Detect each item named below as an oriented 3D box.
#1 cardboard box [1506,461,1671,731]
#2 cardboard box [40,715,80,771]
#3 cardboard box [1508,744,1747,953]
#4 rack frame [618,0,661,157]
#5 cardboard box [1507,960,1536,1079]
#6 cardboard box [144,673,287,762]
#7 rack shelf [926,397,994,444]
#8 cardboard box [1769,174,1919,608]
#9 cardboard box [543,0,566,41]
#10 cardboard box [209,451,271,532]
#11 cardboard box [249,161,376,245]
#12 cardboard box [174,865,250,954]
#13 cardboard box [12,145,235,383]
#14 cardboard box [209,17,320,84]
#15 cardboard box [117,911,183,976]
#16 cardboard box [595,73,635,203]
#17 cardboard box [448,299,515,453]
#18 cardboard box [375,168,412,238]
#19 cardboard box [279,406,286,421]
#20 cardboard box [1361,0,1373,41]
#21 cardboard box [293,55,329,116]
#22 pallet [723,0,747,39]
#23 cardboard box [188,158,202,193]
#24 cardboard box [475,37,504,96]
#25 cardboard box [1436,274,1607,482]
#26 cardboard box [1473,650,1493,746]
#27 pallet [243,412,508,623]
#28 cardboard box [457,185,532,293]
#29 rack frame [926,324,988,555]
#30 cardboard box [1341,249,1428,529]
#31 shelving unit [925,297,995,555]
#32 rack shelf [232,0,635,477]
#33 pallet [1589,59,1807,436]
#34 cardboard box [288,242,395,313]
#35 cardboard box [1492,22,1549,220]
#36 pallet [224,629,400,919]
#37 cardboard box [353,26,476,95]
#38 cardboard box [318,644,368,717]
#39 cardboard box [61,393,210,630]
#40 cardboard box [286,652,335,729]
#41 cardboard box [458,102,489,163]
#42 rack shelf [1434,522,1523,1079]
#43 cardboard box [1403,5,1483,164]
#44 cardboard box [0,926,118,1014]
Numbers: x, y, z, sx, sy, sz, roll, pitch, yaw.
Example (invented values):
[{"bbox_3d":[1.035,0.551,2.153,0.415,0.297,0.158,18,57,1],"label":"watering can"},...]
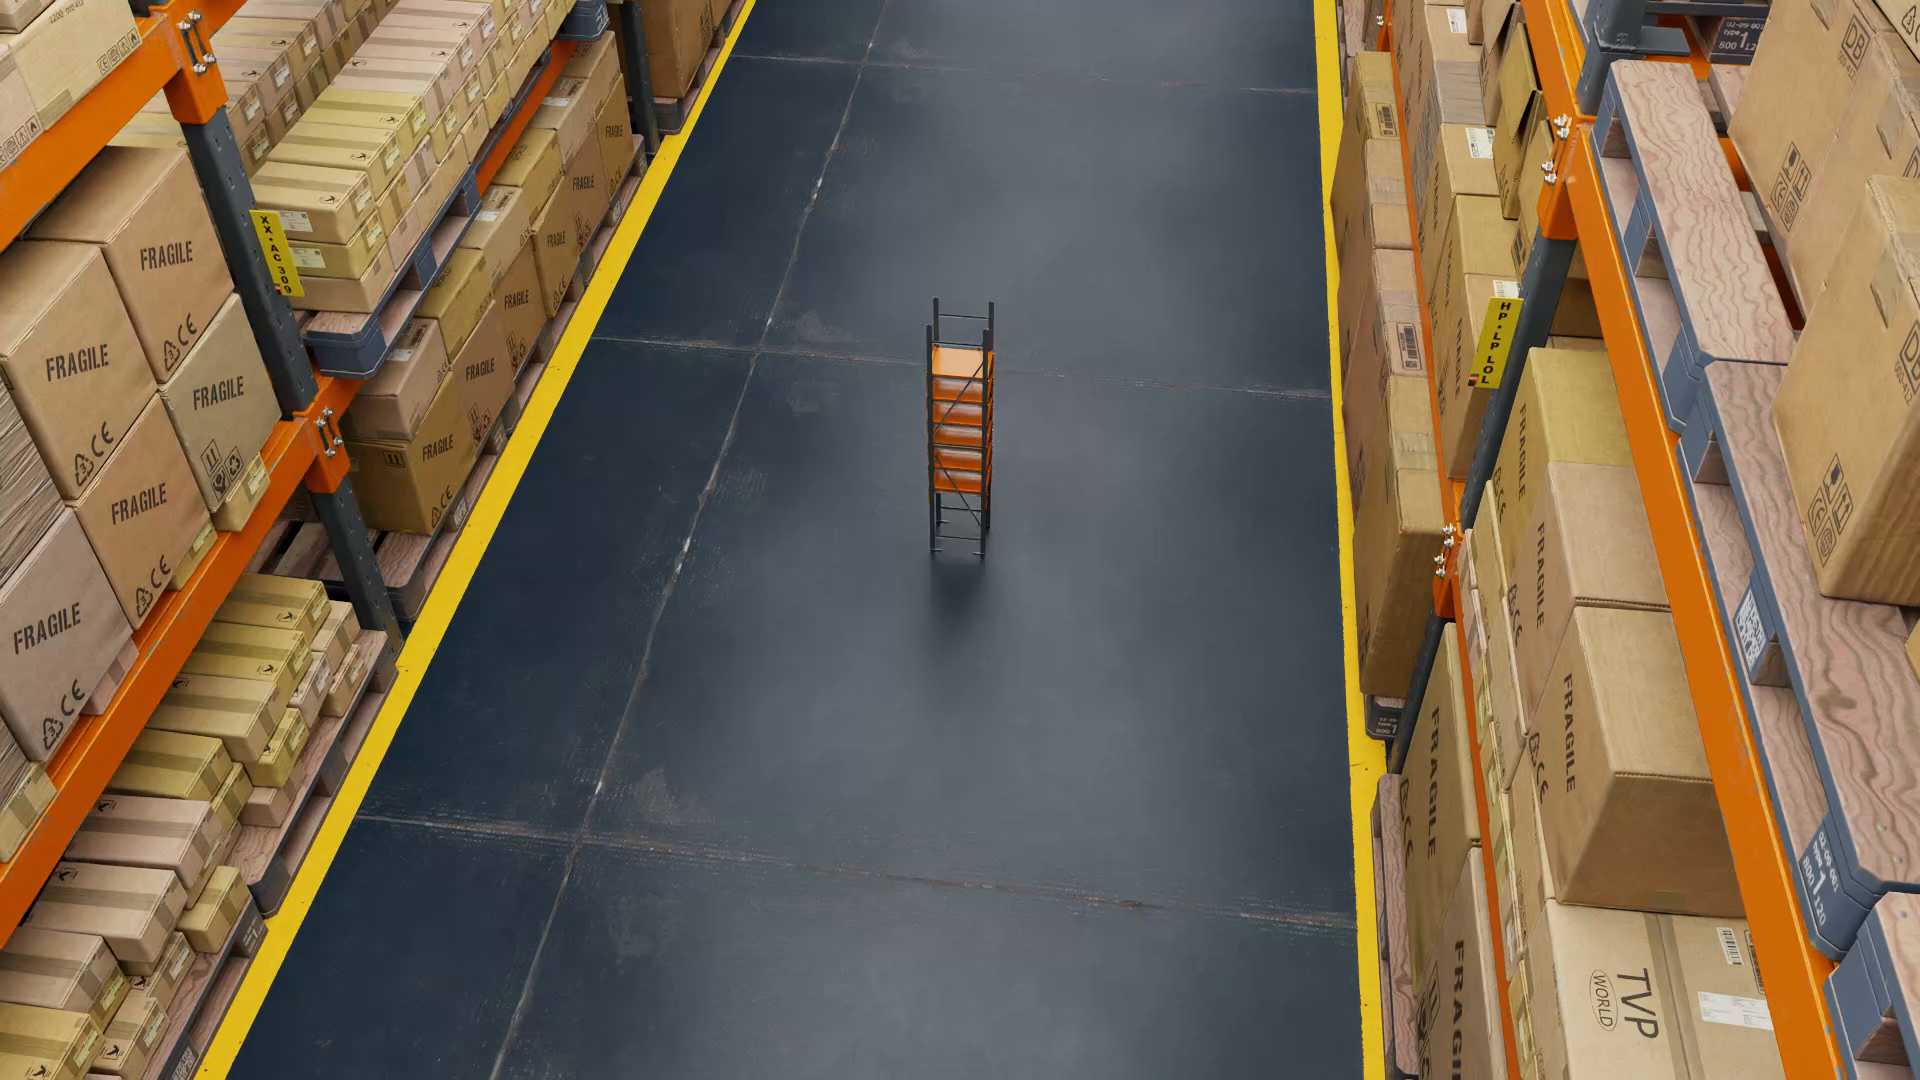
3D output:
[{"bbox_3d":[1.735,0.166,4.263,0.500,0.500,0.500,5,44,6],"label":"cardboard box"},{"bbox_3d":[-2.756,0.533,4.710,0.380,0.149,0.250,5,44,5],"label":"cardboard box"},{"bbox_3d":[1.669,0.788,4.151,0.500,0.250,0.500,6,44,7],"label":"cardboard box"},{"bbox_3d":[-2.250,-3.392,8.673,1.000,3.000,0.127,5,44,6],"label":"rack frame"},{"bbox_3d":[1.551,1.179,4.029,0.380,0.149,0.250,4,44,4],"label":"cardboard box"},{"bbox_3d":[-2.588,0.615,5.777,0.380,0.149,0.250,5,44,5],"label":"cardboard box"},{"bbox_3d":[0.002,-0.500,6.818,0.258,0.103,0.180,5,44,6],"label":"rack shelf"},{"bbox_3d":[1.795,-0.213,2.682,0.700,0.500,0.500,7,44,7],"label":"cardboard box"},{"bbox_3d":[-1.998,-2.378,7.479,0.380,0.149,0.250,3,44,4],"label":"cardboard box"},{"bbox_3d":[-2.511,-0.174,5.457,0.380,0.149,0.250,4,44,4],"label":"cardboard box"},{"bbox_3d":[-2.271,-1.170,5.771,0.380,0.149,0.250,7,44,8],"label":"cardboard box"},{"bbox_3d":[-2.630,1.220,5.570,0.380,0.149,0.250,5,44,5],"label":"cardboard box"},{"bbox_3d":[-2.573,-0.829,4.949,0.500,0.500,0.500,4,44,4],"label":"cardboard box"},{"bbox_3d":[-2.778,-1.940,6.584,0.380,0.149,0.250,4,44,4],"label":"cardboard box"},{"bbox_3d":[-2.747,1.240,5.333,0.380,0.149,0.250,3,44,4],"label":"cardboard box"},{"bbox_3d":[-2.078,-2.165,8.889,0.500,0.500,0.500,5,44,5],"label":"cardboard box"},{"bbox_3d":[-2.350,-0.751,7.397,0.500,0.500,0.500,7,44,7],"label":"cardboard box"},{"bbox_3d":[-2.238,-1.239,6.060,0.380,0.149,0.250,4,44,5],"label":"cardboard box"},{"bbox_3d":[-2.931,-0.714,6.812,0.500,0.250,0.500,4,44,4],"label":"cardboard box"},{"bbox_3d":[2.851,-3.349,10.126,0.700,0.500,0.500,9,44,9],"label":"cardboard box"},{"bbox_3d":[-2.785,-1.837,6.692,0.380,0.149,0.250,3,44,3],"label":"cardboard box"},{"bbox_3d":[-1.907,-3.739,11.068,1.003,0.211,1.213,5,44,6],"label":"pallet"},{"bbox_3d":[-2.919,-1.235,5.839,0.380,0.149,0.250,7,44,7],"label":"cardboard box"},{"bbox_3d":[-2.102,-1.957,6.818,0.380,0.149,0.250,5,44,5],"label":"cardboard box"},{"bbox_3d":[1.915,-0.526,5.574,0.500,0.500,0.500,5,44,6],"label":"cardboard box"},{"bbox_3d":[1.687,0.475,4.772,0.380,0.149,0.250,7,44,7],"label":"cardboard box"},{"bbox_3d":[-2.677,-0.184,7.313,1.003,0.211,1.213,5,44,6],"label":"pallet"},{"bbox_3d":[-2.279,-1.373,7.508,0.500,0.250,0.500,7,44,7],"label":"cardboard box"},{"bbox_3d":[-0.010,-0.383,6.804,0.240,1.200,0.006,5,44,6],"label":"rack frame"},{"bbox_3d":[2.306,-0.575,6.937,1.225,0.875,0.875,4,44,4],"label":"cardboard box"},{"bbox_3d":[0.002,-0.446,6.870,0.258,1.200,0.189,5,44,6],"label":"shelving unit"},{"bbox_3d":[-2.514,-1.768,7.481,1.077,0.370,4.000,5,44,6],"label":"rack shelf"},{"bbox_3d":[2.006,-0.647,3.657,1.003,0.211,1.213,5,44,6],"label":"pallet"},{"bbox_3d":[-2.271,-0.954,5.976,0.380,0.149,0.250,3,44,3],"label":"cardboard box"},{"bbox_3d":[2.303,-1.450,5.819,0.797,0.503,0.637,6,44,6],"label":"cardboard box"},{"bbox_3d":[-2.832,0.807,6.266,1.003,0.211,1.213,5,44,6],"label":"pallet"},{"bbox_3d":[-2.135,-1.880,6.520,0.380,0.149,0.250,5,44,5],"label":"cardboard box"},{"bbox_3d":[-2.493,0.515,6.315,0.380,0.149,0.250,6,44,6],"label":"cardboard box"},{"bbox_3d":[-2.632,-0.101,4.909,0.500,0.500,0.500,4,44,4],"label":"cardboard box"},{"bbox_3d":[-2.529,0.538,6.074,0.380,0.149,0.250,3,44,4],"label":"cardboard box"},{"bbox_3d":[-2.135,-1.658,6.719,0.380,0.149,0.250,3,44,4],"label":"cardboard box"},{"bbox_3d":[1.860,1.478,4.053,1.077,0.370,4.000,5,44,6],"label":"rack shelf"},{"bbox_3d":[2.189,-1.901,7.026,0.500,0.500,0.500,5,44,5],"label":"cardboard box"},{"bbox_3d":[-2.809,1.322,5.030,0.380,0.149,0.250,5,44,6],"label":"cardboard box"}]
